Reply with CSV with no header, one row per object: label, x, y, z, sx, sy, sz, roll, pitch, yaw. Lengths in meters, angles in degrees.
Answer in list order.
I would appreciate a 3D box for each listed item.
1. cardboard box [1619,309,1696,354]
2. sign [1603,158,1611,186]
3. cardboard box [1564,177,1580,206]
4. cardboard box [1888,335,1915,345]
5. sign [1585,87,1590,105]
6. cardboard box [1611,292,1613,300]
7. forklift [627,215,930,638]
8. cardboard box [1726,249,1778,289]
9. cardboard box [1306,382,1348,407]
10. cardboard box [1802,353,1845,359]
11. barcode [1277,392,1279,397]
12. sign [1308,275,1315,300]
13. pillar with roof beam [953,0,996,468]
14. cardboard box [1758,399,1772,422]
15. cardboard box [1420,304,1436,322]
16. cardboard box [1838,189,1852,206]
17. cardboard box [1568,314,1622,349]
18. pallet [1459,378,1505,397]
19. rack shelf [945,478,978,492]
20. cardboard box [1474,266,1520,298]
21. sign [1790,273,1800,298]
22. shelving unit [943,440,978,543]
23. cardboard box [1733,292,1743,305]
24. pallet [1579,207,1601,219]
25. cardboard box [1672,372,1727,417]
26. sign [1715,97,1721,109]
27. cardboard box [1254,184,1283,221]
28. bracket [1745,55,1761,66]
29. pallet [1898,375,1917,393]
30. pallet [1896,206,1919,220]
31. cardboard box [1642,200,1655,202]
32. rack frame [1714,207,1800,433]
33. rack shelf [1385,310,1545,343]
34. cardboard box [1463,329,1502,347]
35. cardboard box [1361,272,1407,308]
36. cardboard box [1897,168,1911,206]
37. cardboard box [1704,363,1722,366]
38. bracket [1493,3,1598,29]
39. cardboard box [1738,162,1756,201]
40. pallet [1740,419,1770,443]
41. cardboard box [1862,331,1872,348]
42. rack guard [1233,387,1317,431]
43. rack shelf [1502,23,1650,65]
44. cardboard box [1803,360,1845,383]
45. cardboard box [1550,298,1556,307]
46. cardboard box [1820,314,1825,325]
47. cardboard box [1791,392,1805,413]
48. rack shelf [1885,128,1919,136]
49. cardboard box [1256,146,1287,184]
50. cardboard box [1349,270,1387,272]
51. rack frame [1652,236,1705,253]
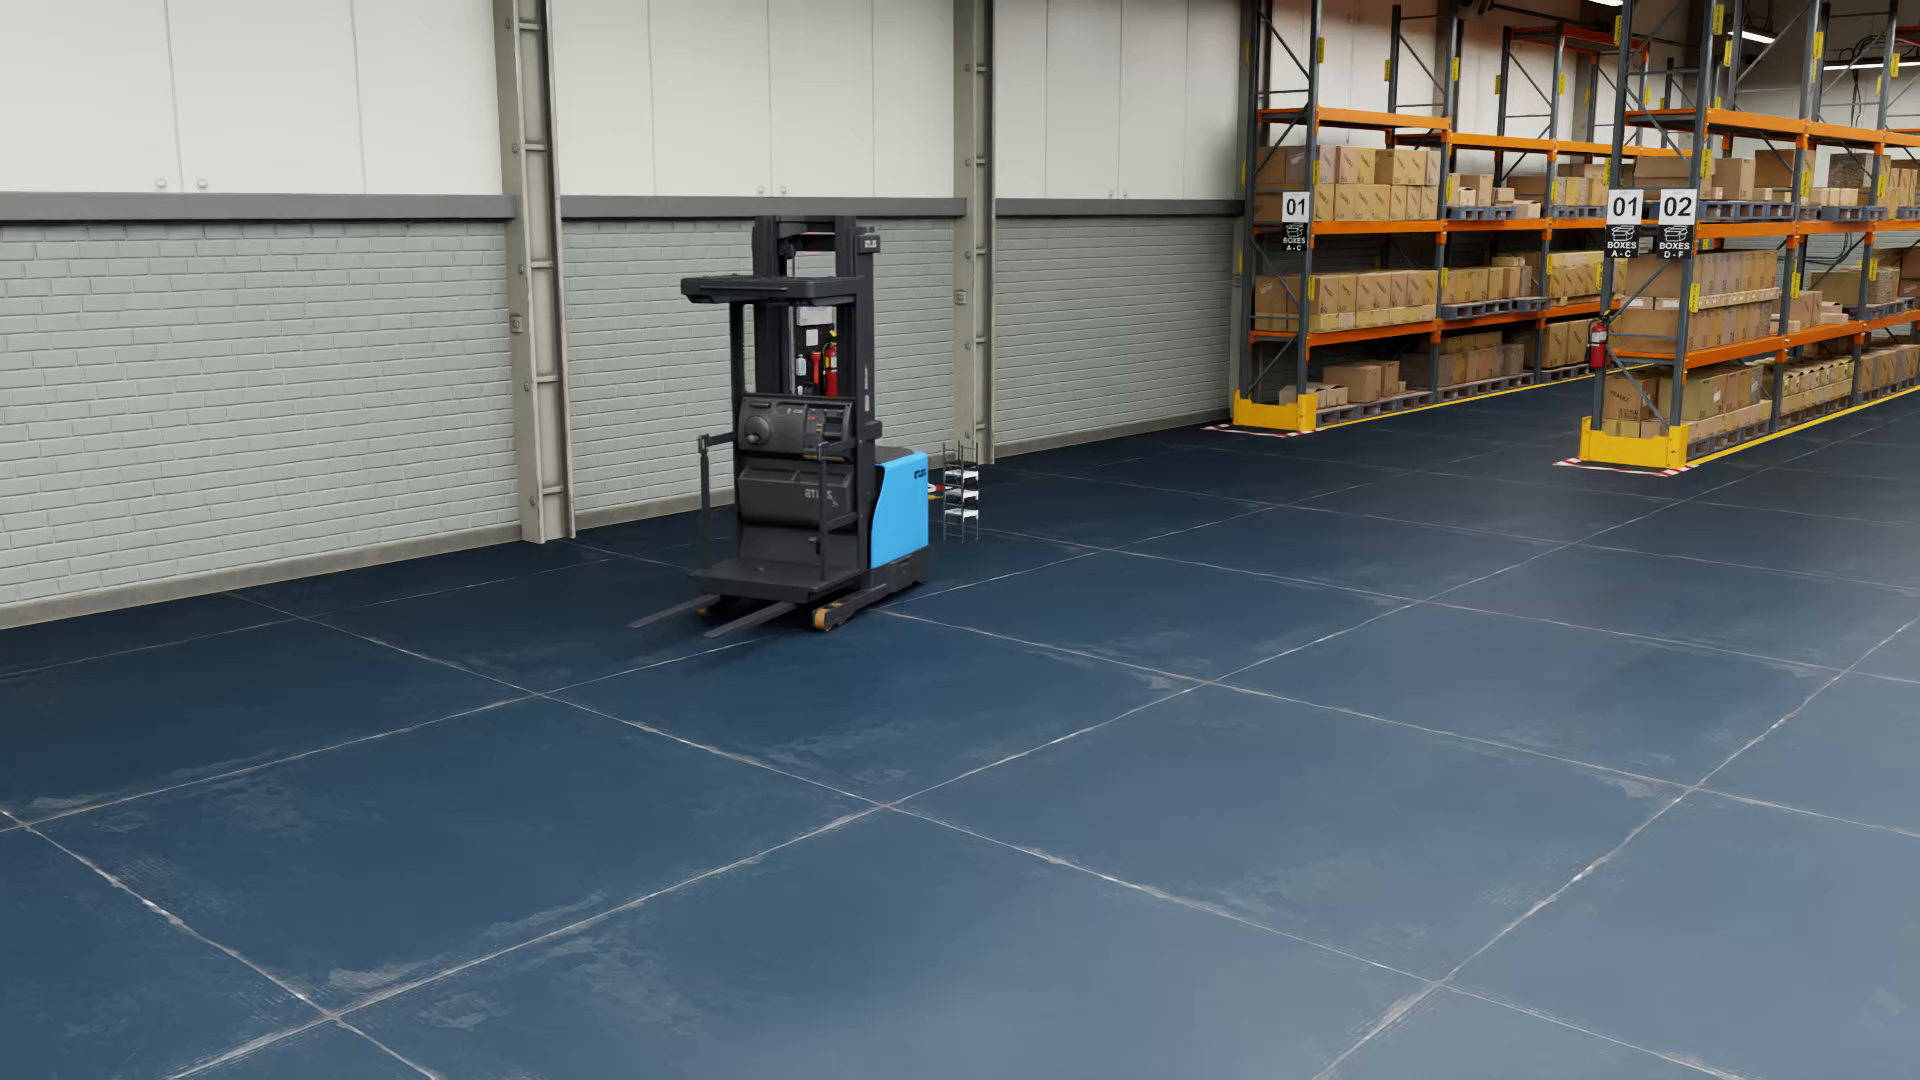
cardboard box,8.356,-2.514,19.921,0.700,0.500,0.500,10,15,40
sign,7.640,-4.336,19.584,0.100,0.325,0.005,10,15,40
cardboard box,10.558,-6.193,29.564,0.700,0.500,0.500,11,16,43
cardboard box,17.196,-3.432,30.024,0.797,0.503,0.637,10,15,40
sign,11.836,-8.356,31.322,0.100,0.325,0.005,10,15,40
cardboard box,11.872,-4.531,30.867,0.380,0.149,0.250,10,15,42
forklift,-1.313,-0.877,12.158,1.130,2.935,3.031,5,12,24
cardboard box,10.391,-3.605,22.074,0.700,0.500,0.500,10,15,41
cardboard box,5.216,-2.109,23.891,0.500,0.311,0.500,-11,15,-43
cardboard box,13.761,-2.732,26.531,0.500,0.500,0.500,11,15,43
barcode,4.551,-2.084,23.742,0.001,0.075,0.075,10,15,40
sign,4.723,-3.392,22.364,0.100,0.325,0.005,10,15,40
pillar with roof beam,3.401,-4.755,16.081,9.100,9.000,0.400,10,15,40
cardboard box,10.537,-1.747,22.287,0.500,0.250,0.500,10,15,40
cardboard box,6.871,-3.453,25.214,0.500,0.250,0.500,10,15,40
cardboard box,12.730,-5.024,24.400,0.500,0.250,0.500,10,15,42
cardboard box,11.905,-3.842,31.245,0.750,0.750,0.750,10,15,41
pallet,8.274,-2.554,27.496,1.003,0.211,1.213,10,15,40
rack shelf,0.005,-0.498,15.157,0.258,0.077,0.200,10,15,40
cardboard box,8.945,-4.323,27.858,0.700,0.500,0.500,8,14,35
sign,11.097,-3.378,22.091,0.100,0.325,0.005,10,15,40
shelving unit,0.005,-0.442,15.168,0.258,0.900,0.210,10,15,40
cardboard box,9.648,-3.059,20.998,0.380,0.149,0.250,10,15,42
pallet,10.717,-5.859,29.751,1.003,0.211,1.213,11,16,43
cardboard box,9.209,-1.822,20.747,0.500,0.500,0.500,10,15,40
sign,15.275,-8.758,33.537,0.100,0.325,0.005,10,15,40
cardboard box,4.400,-4.661,22.965,0.500,0.500,0.500,-11,16,-43
bracket,18.115,-10.971,38.016,0.235,0.232,0.430,10,15,40
pallet,15.451,-2.671,28.085,1.003,0.211,1.213,10,15,40
pallet,14.794,-5.302,26.959,1.213,0.211,1.003,10,15,40
cardboard box,12.891,-6.523,31.647,0.500,0.250,0.500,10,15,40
rack frame,10.679,-2.986,22.542,1.000,3.000,0.127,10,15,40
rack shelf,8.276,-3.567,27.290,1.077,0.370,4.000,10,15,40
cardboard box,8.737,-3.384,27.877,0.500,0.250,0.500,10,15,41
cardboard box,6.210,-3.674,24.401,0.500,0.500,0.500,9,15,39
cardboard box,15.148,-5.772,27.250,0.600,0.600,0.600,10,15,40
cardboard box,9.814,-2.109,22.184,0.500,0.500,0.500,10,15,40
bracket,10.330,-9.236,29.328,0.076,0.066,4.783,10,15,40
cardboard box,10.149,-4.741,21.983,0.500,0.500,0.500,-11,15,-43
pallet,10.123,-1.507,22.256,1.003,0.211,1.213,10,15,40
cardboard box,14.798,-3.334,27.628,0.500,0.250,0.500,10,15,40
rack guard,4.365,-1.823,23.100,1.175,0.500,0.348,10,15,40
rack shelf,10.916,-8.728,29.323,1.077,0.370,4.000,10,15,40
cardboard box,12.821,-2.521,24.729,0.500,0.311,0.500,9,15,39
cardboard box,10.160,-4.156,28.988,0.380,0.149,0.250,10,15,41
cardboard box,12.520,-3.256,24.537,0.250,0.149,0.380,-11,16,-43
cardboard box,11.470,-1.946,23.283,0.500,0.250,0.500,10,15,42
rack shelf,17.280,-7.045,29.391,1.077,0.370,4.000,10,15,40
cardboard box,4.403,-5.155,22.883,0.500,0.500,0.500,11,15,43
cardboard box,6.144,-3.812,25.096,0.500,0.500,0.500,10,15,40
rack frame,14.877,-5.392,34.585,1.000,3.000,0.127,10,15,40
